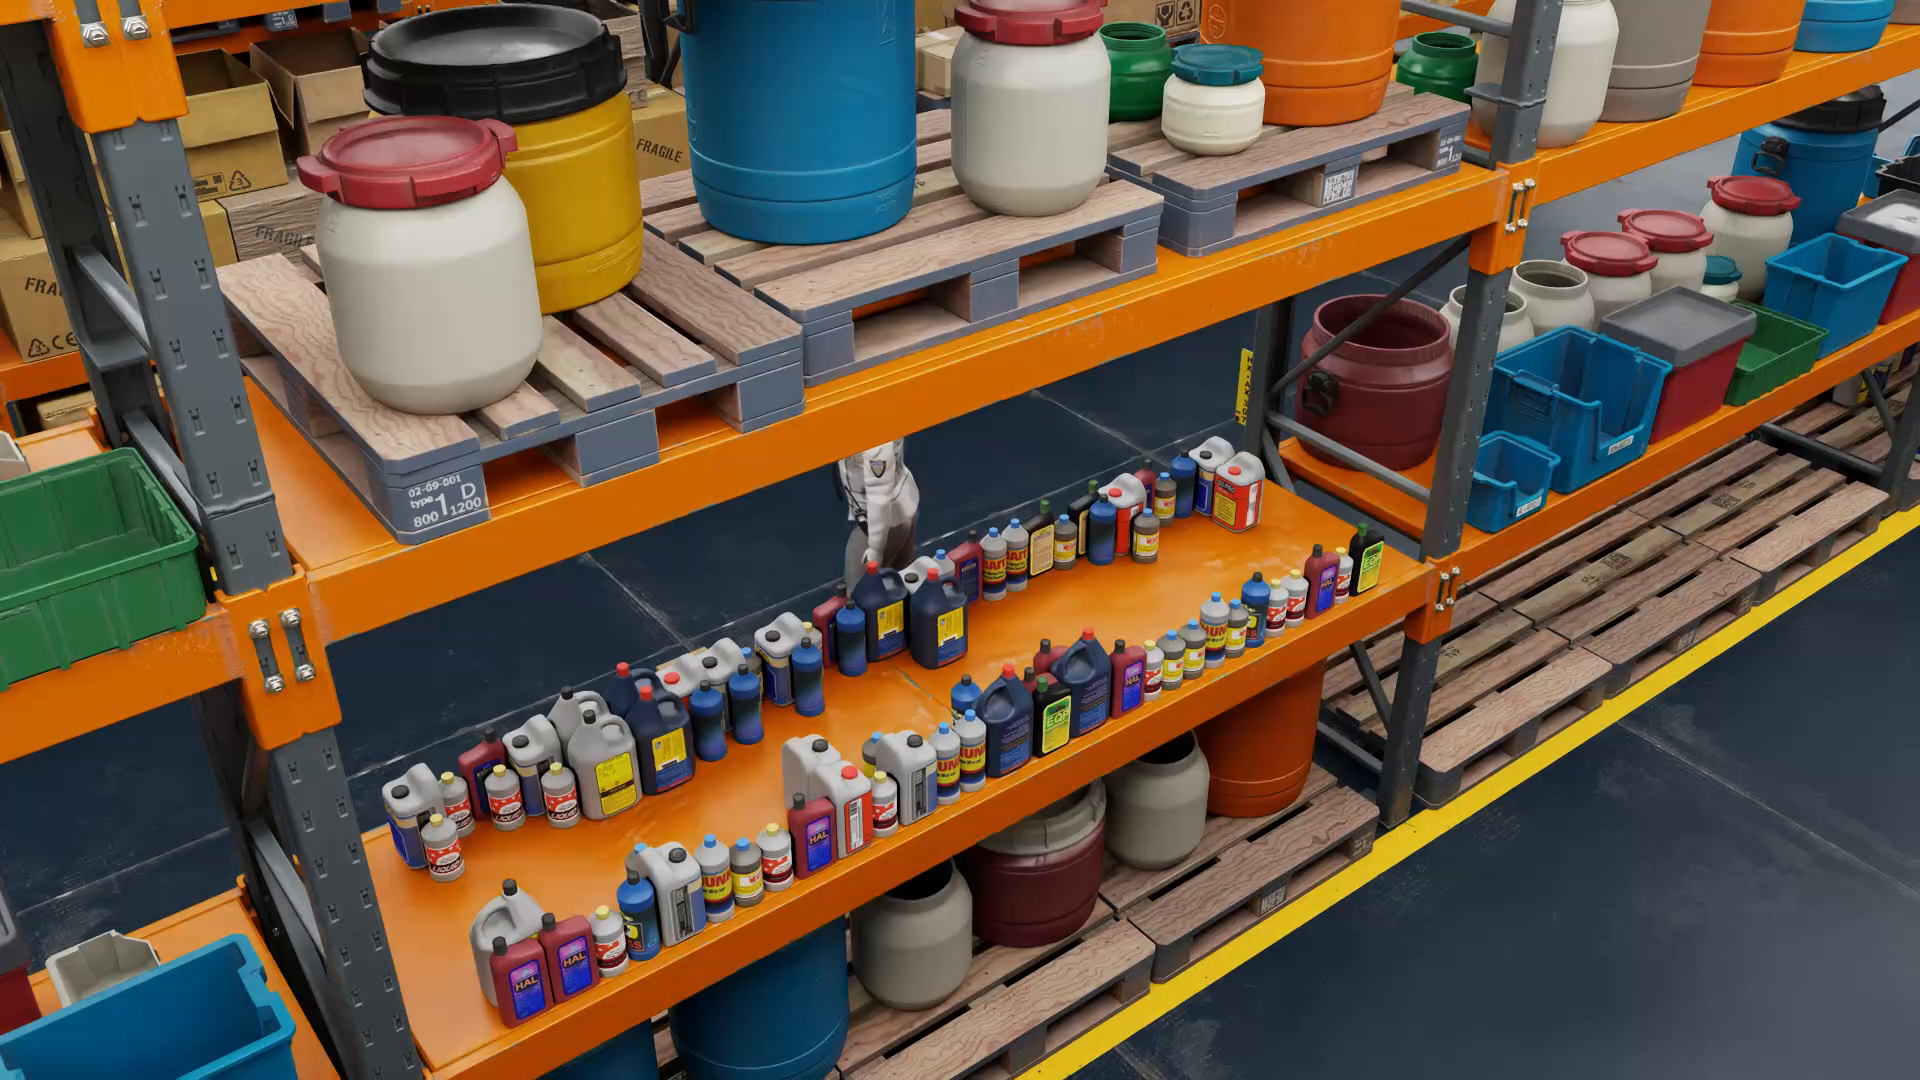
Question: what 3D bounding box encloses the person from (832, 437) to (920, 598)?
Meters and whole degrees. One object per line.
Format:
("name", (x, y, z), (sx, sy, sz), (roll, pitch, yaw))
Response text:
("person", (-0.400, -0.091, 7.249), (0.521, 1.681, 0.524), (7, 33, 10))
